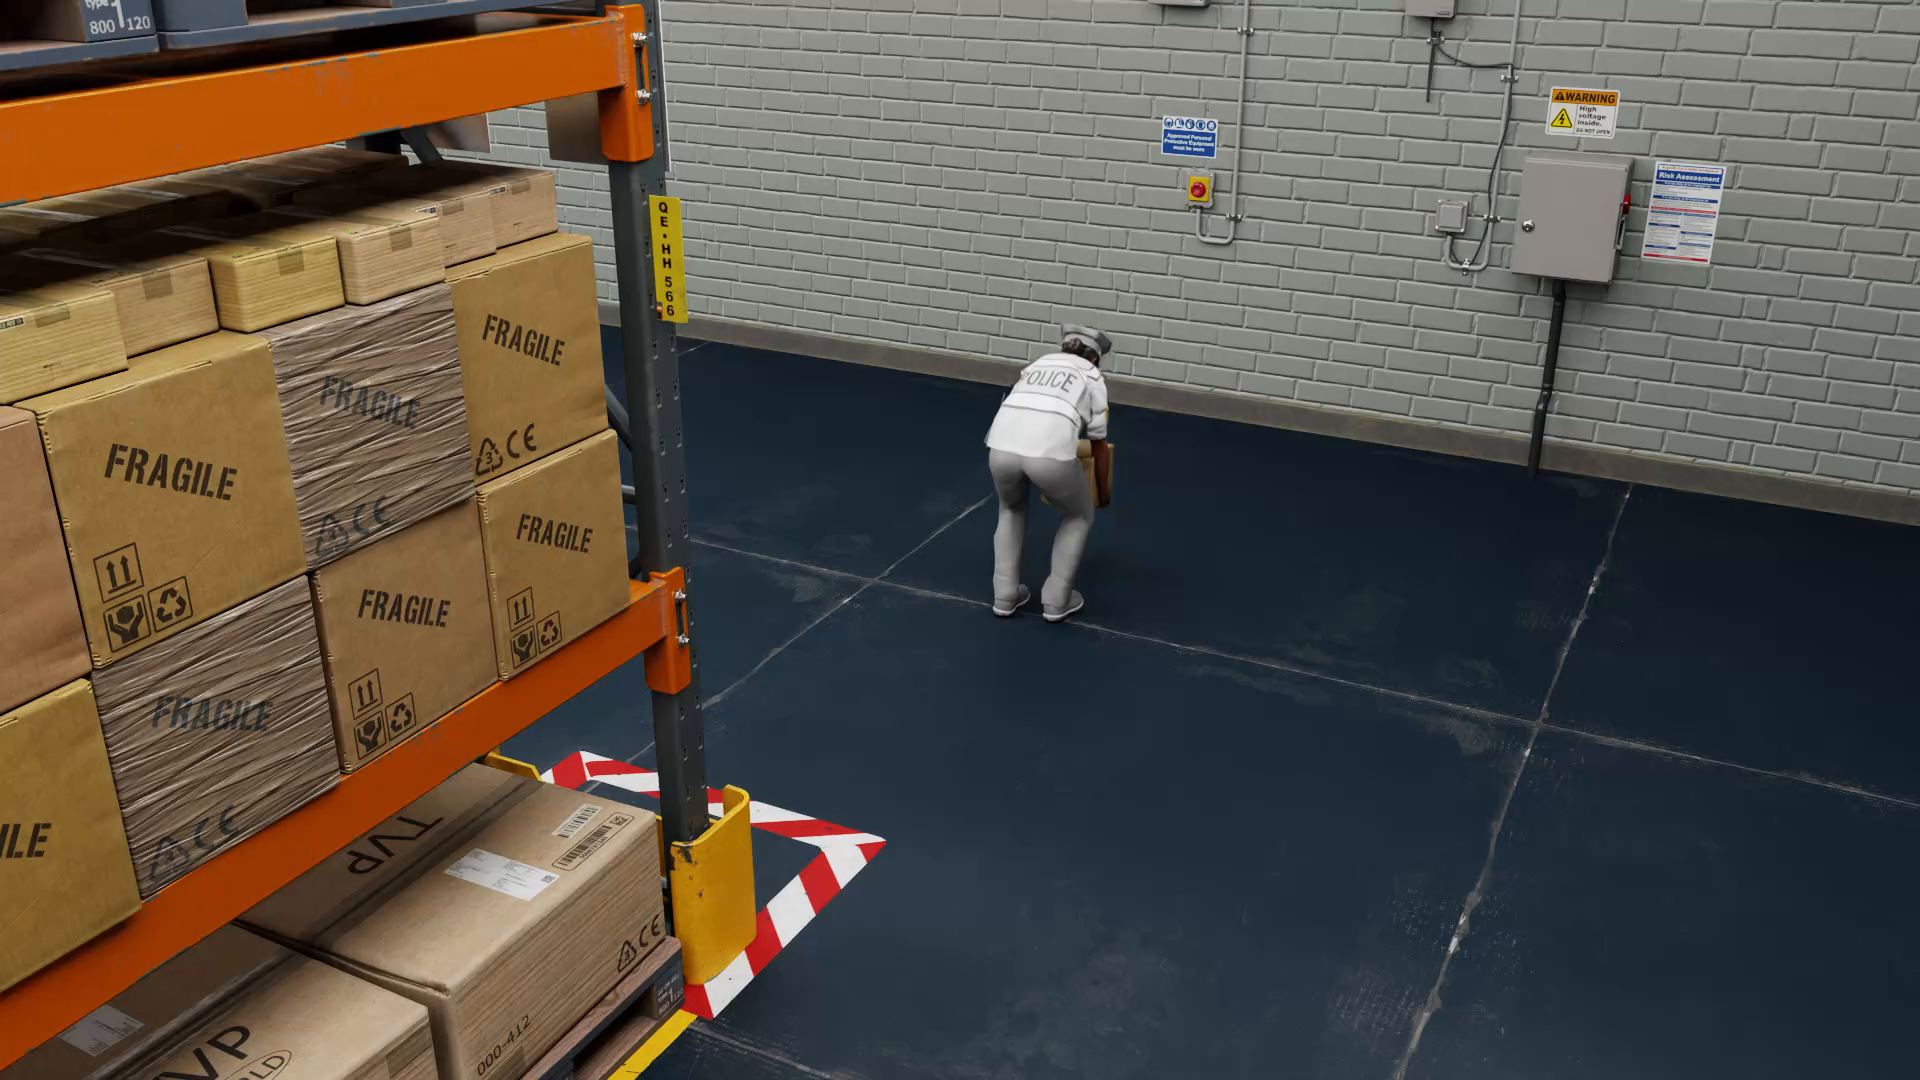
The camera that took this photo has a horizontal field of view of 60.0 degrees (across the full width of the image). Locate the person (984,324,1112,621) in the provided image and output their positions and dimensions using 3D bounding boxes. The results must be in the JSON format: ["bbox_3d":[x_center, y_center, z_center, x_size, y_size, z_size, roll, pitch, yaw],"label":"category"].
[{"bbox_3d":[0.424,-0.302,7.404,0.430,1.207,0.915,10,25,23],"label":"person"}]
